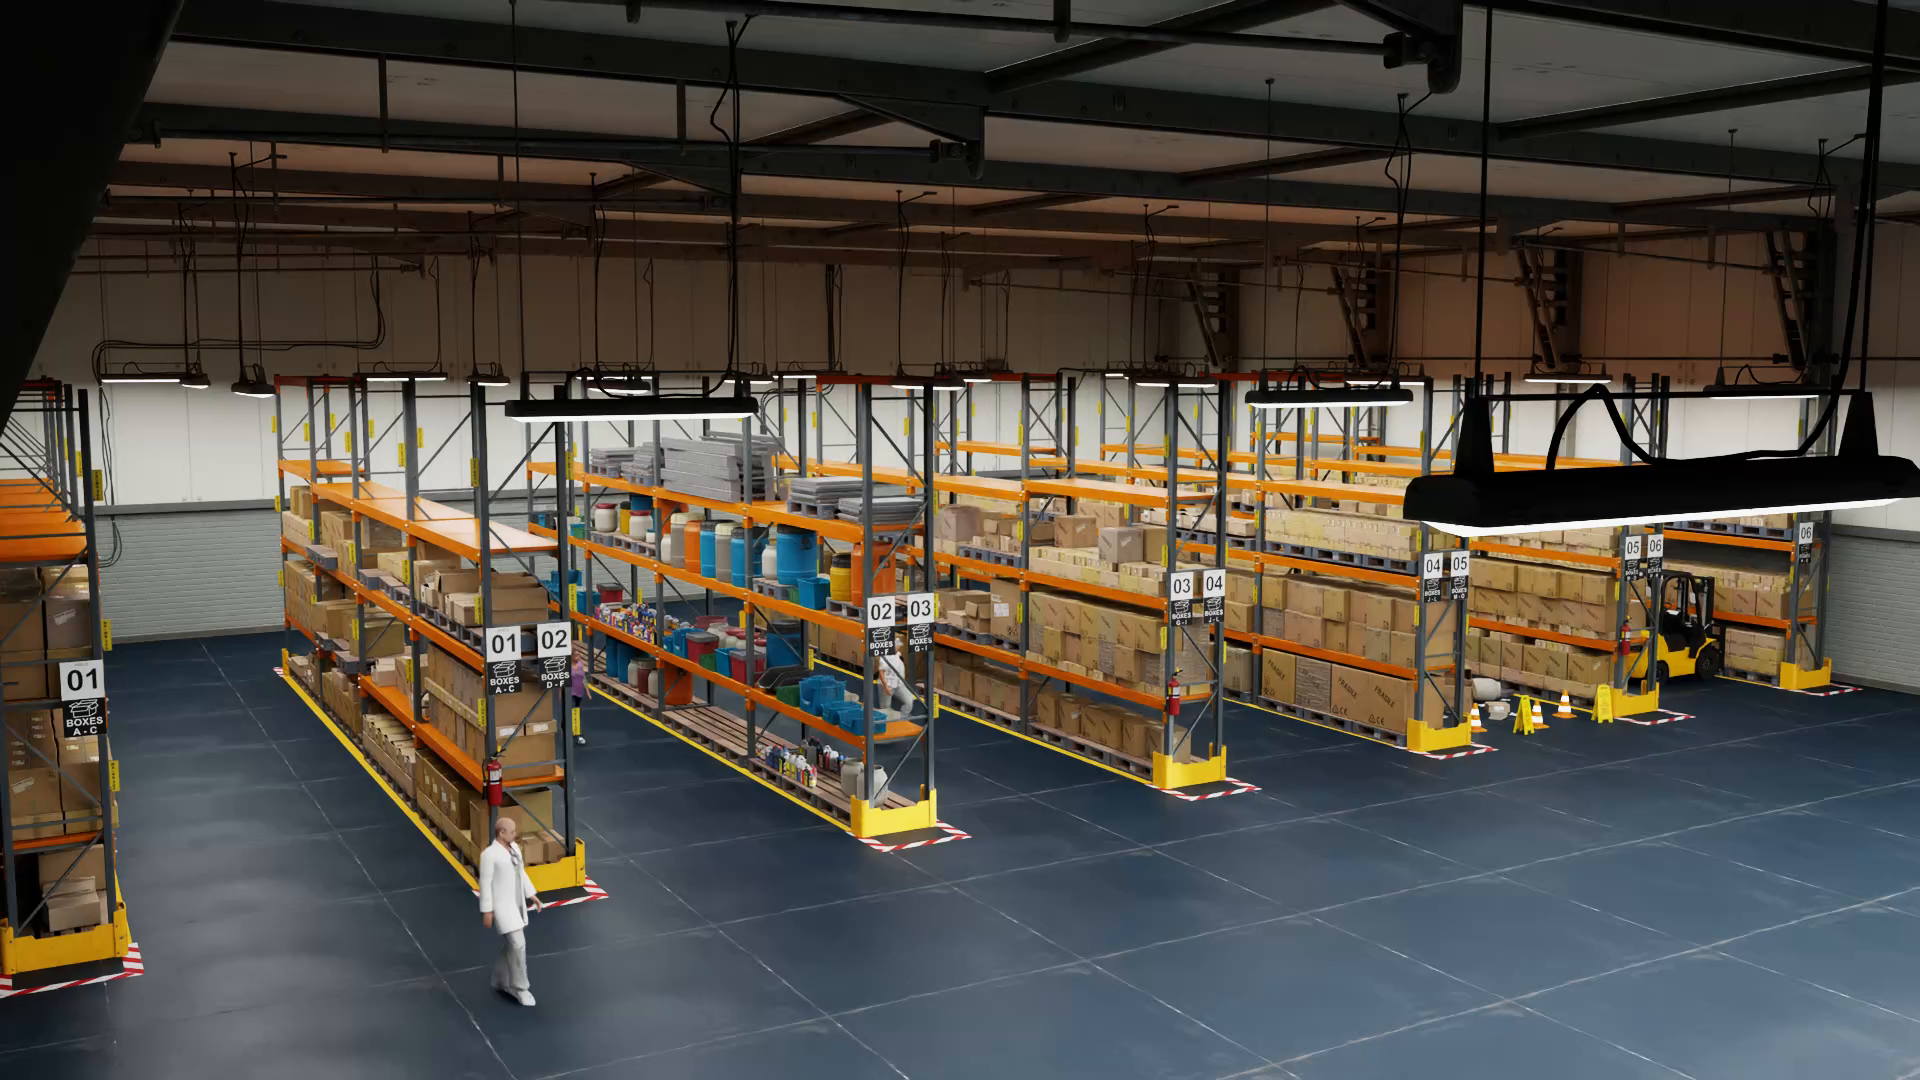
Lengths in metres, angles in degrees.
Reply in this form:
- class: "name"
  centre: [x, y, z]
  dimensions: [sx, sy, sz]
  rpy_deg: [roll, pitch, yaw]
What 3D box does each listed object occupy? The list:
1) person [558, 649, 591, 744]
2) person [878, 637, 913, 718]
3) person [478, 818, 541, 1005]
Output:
- class: "person"
  centre: [-6.374, 2.545, 27.494]
  dimensions: [0.474, 1.528, 1.017]
  rpy_deg: [-5, 8, -41]
- class: "person"
  centre: [-1.092, 2.349, 27.073]
  dimensions: [0.807, 1.549, 0.564]
  rpy_deg: [6, 9, 43]
- class: "person"
  centre: [-4.428, 3.673, 16.495]
  dimensions: [0.646, 1.840, 0.611]
  rpy_deg: [2, 6, 15]
